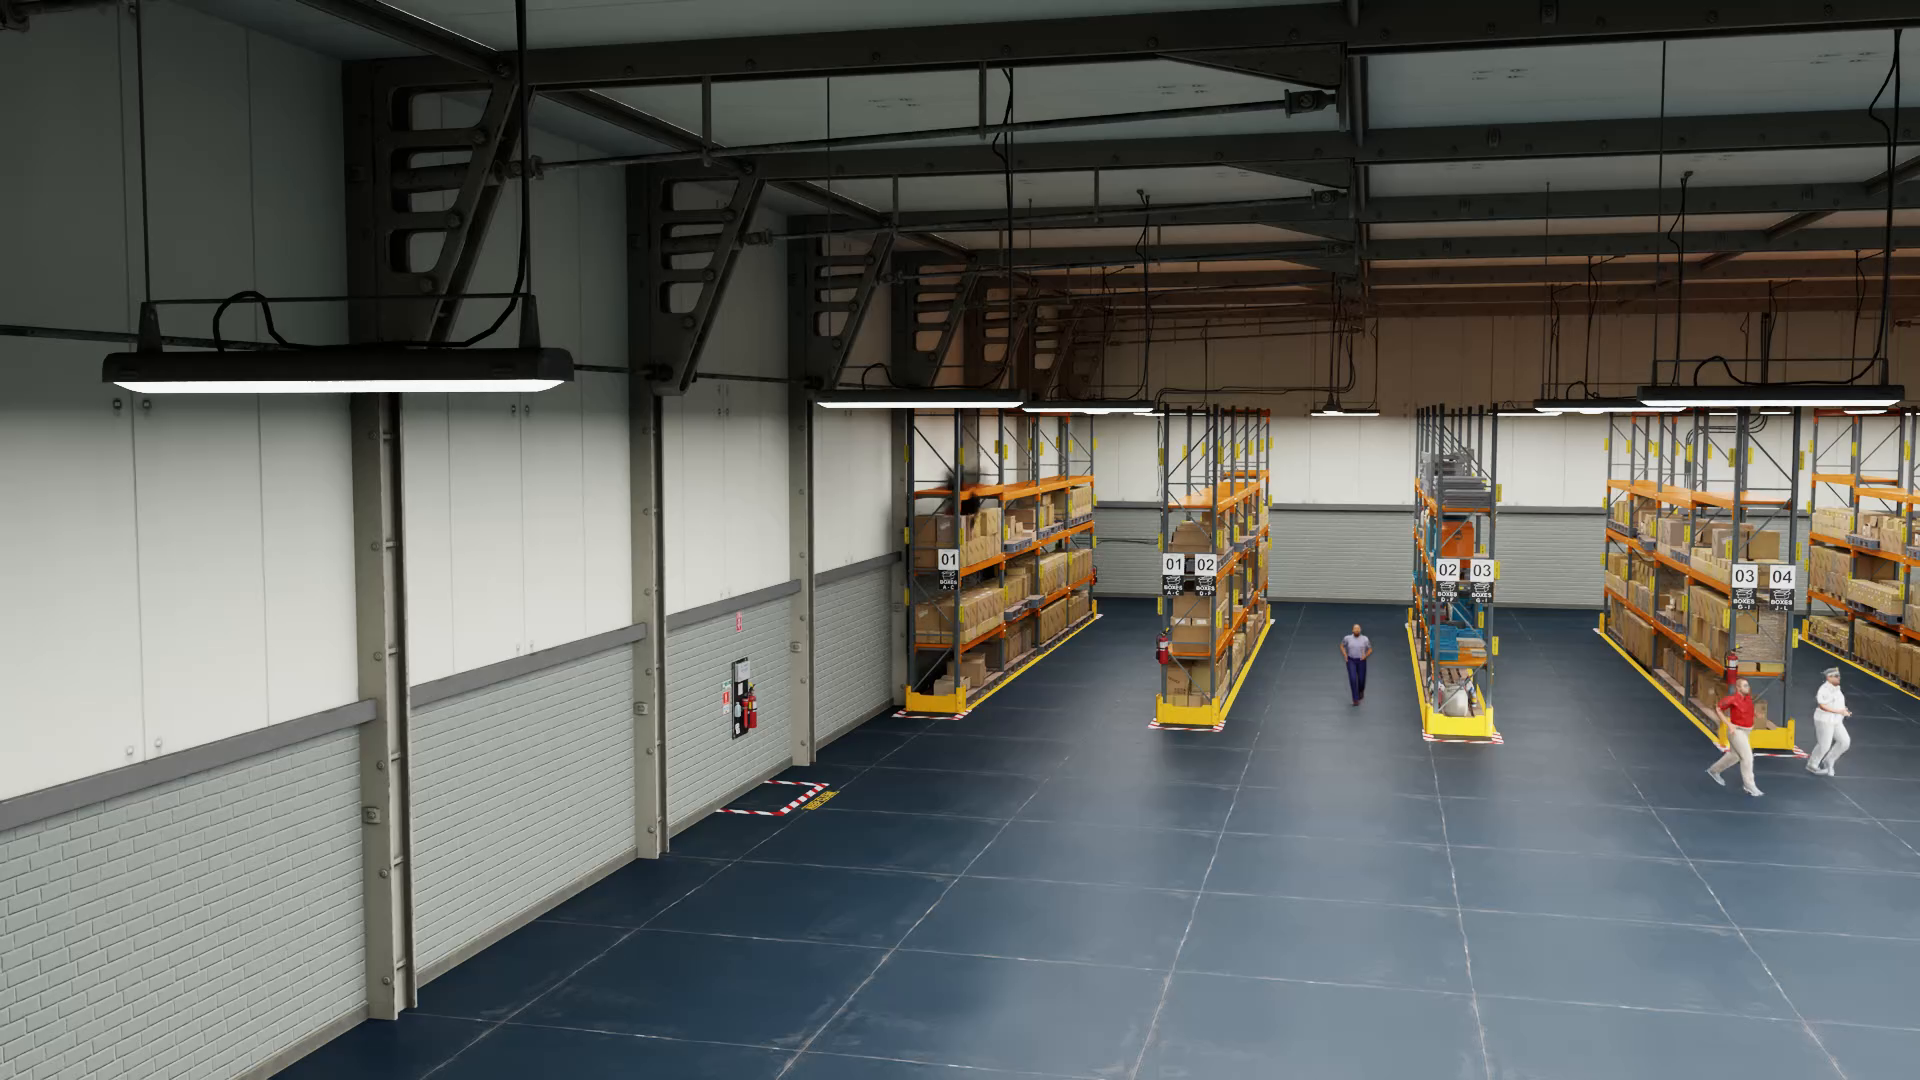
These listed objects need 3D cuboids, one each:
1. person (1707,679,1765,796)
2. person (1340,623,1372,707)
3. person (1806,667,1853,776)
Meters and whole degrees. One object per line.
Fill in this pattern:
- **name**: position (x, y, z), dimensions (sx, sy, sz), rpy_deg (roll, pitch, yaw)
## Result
- **person**: position (11.979, 3.005, 25.574), dimensions (0.624, 1.756, 0.878), rpy_deg (-4, 6, -42)
- **person**: position (7.939, 2.480, 33.339), dimensions (0.615, 1.632, 0.764), rpy_deg (1, 4, 9)
- **person**: position (13.969, 2.925, 26.632), dimensions (0.678, 1.820, 0.705), rpy_deg (-3, 5, -35)
